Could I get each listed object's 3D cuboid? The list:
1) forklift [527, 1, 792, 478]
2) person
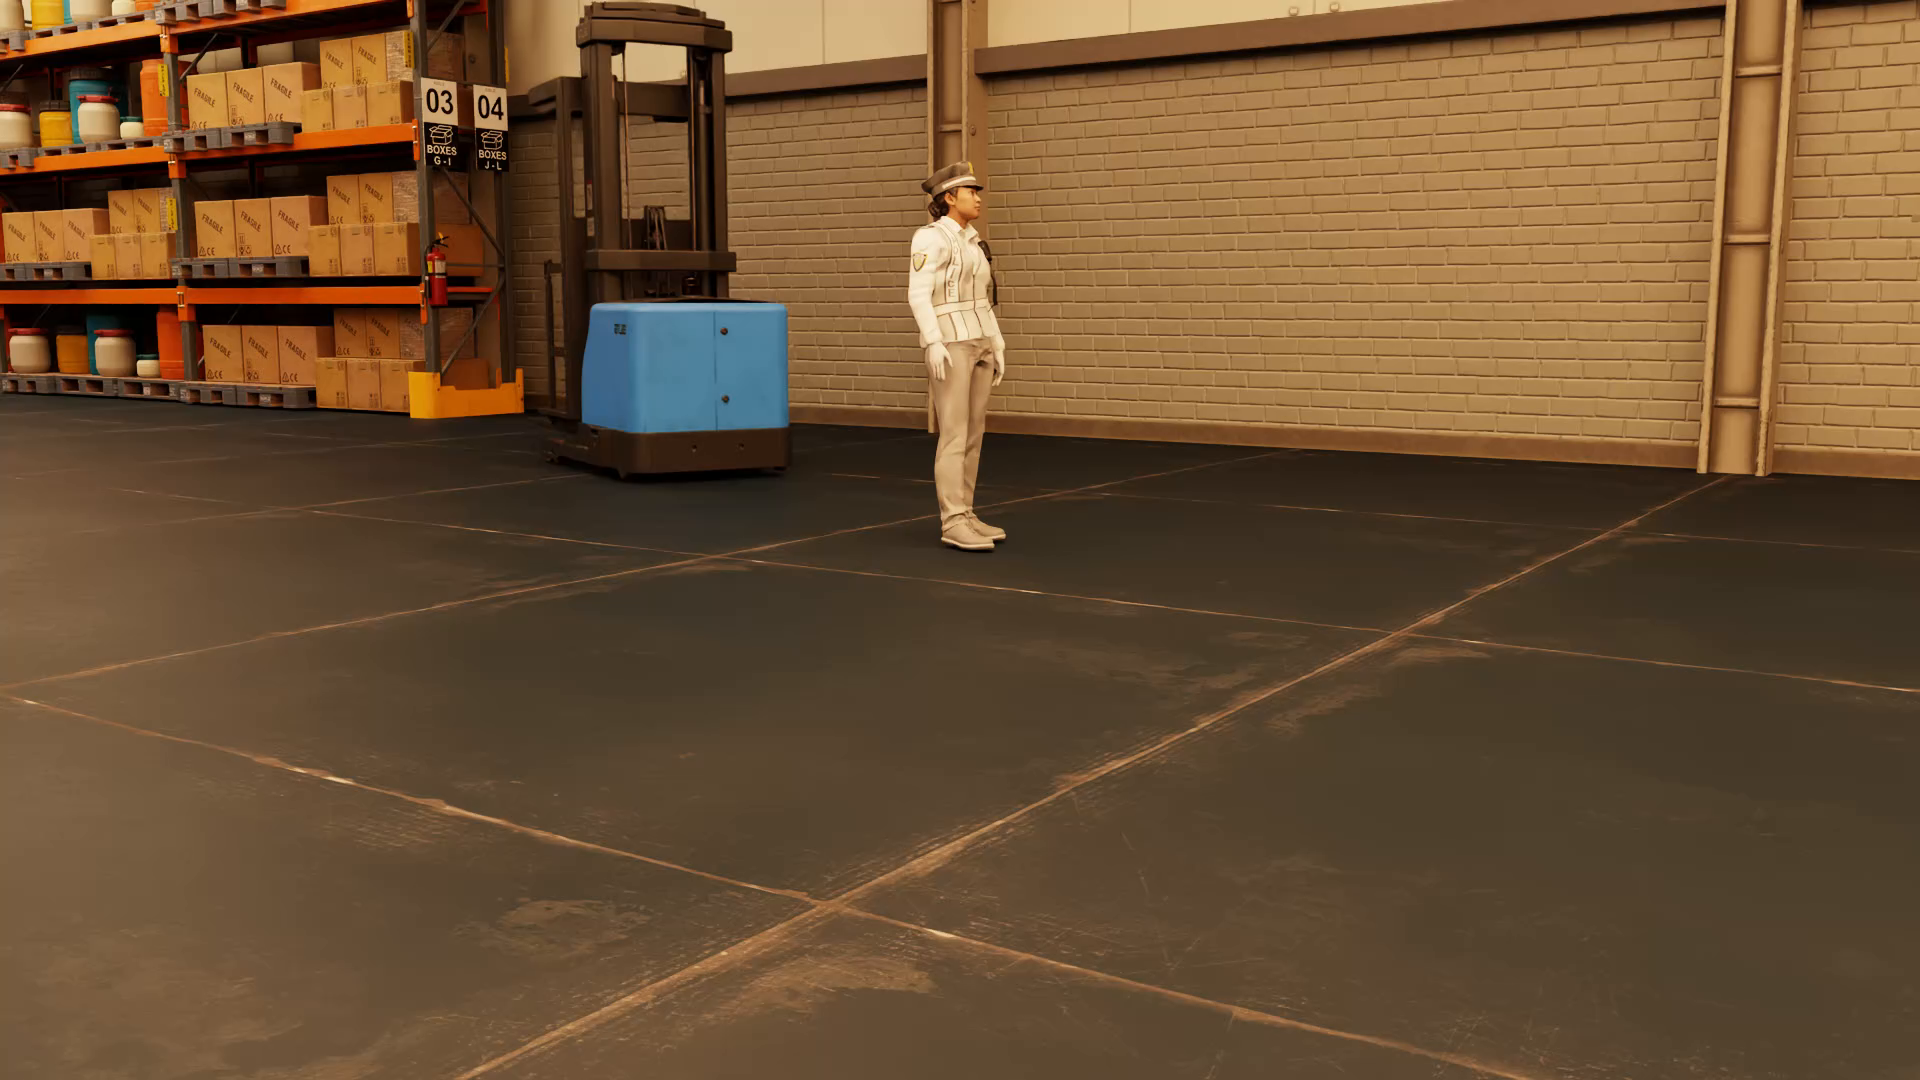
[{"bbox_3d":[-2.210,-1.989,11.177,1.130,2.935,3.031,-5,9,-29],"label":"forklift"},{"bbox_3d":[0.053,-0.840,7.439,0.530,1.694,0.586,5,10,34],"label":"person"}]
